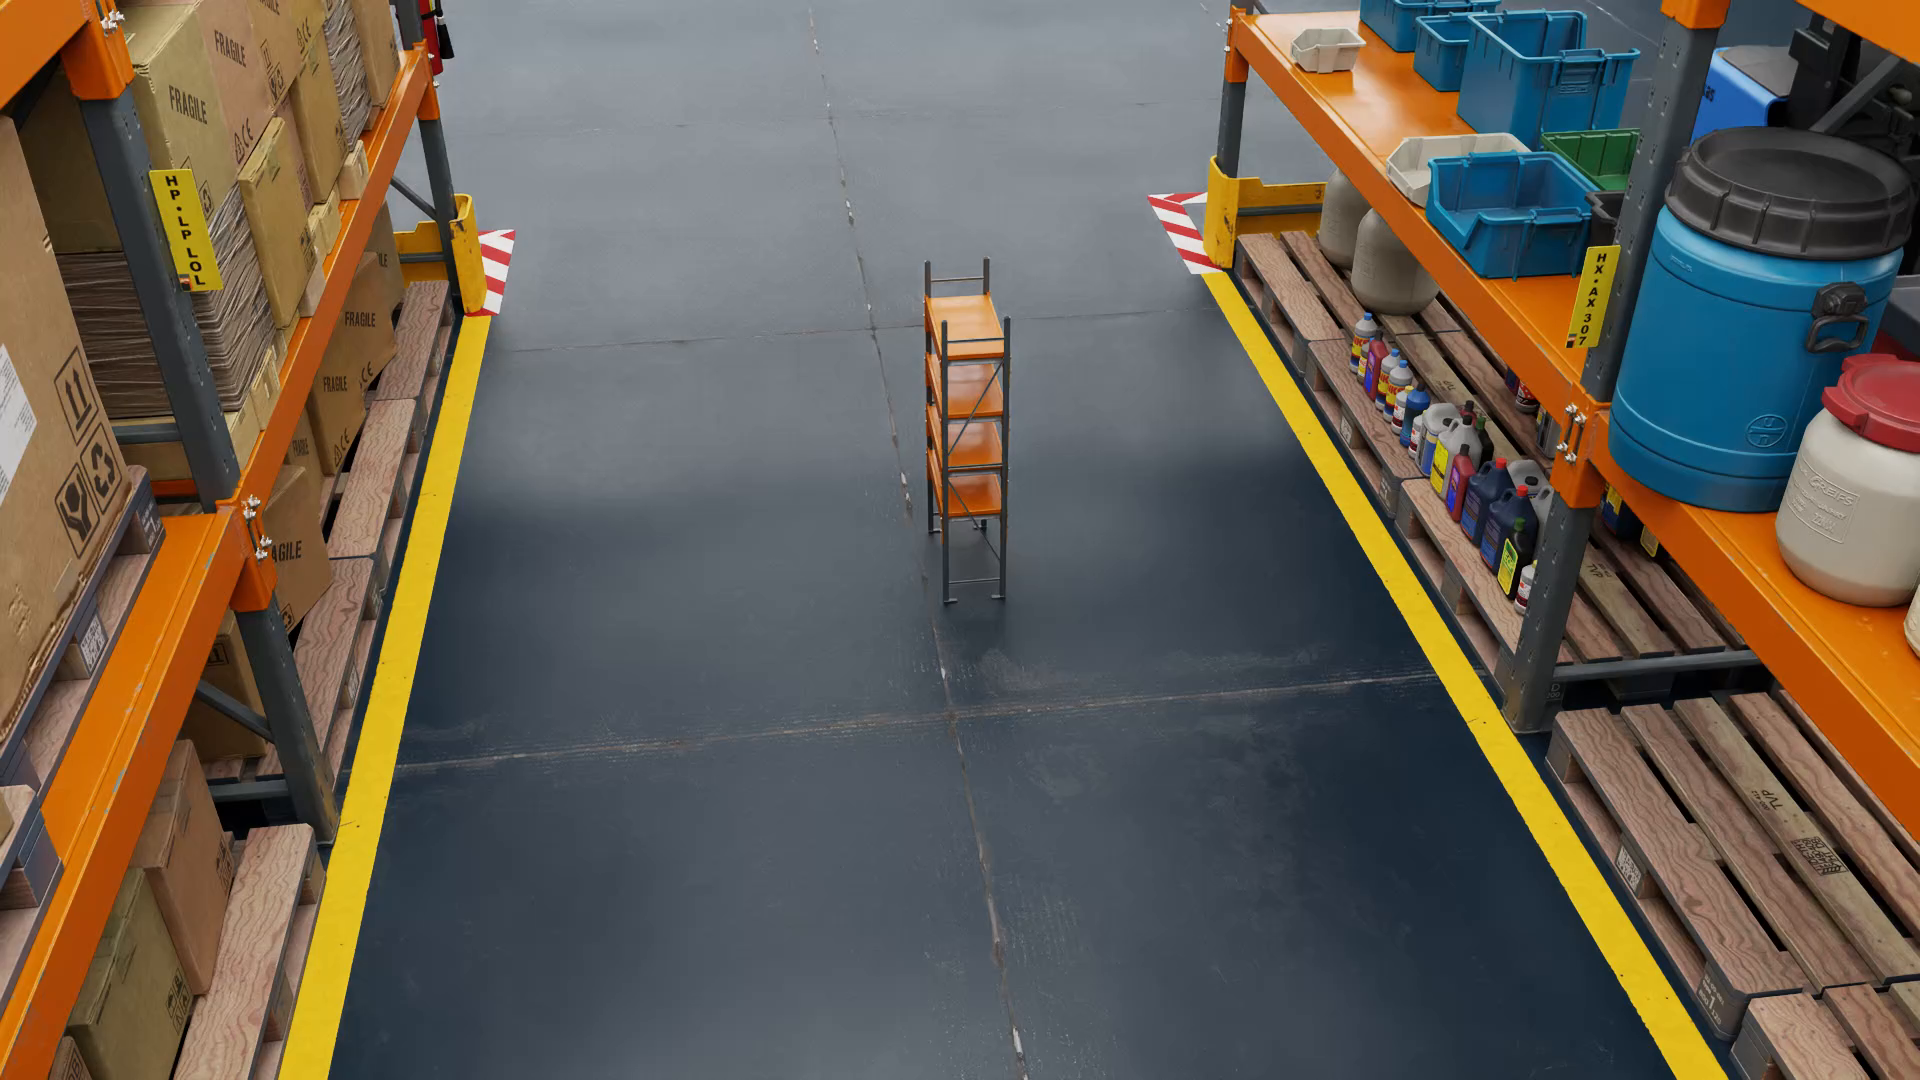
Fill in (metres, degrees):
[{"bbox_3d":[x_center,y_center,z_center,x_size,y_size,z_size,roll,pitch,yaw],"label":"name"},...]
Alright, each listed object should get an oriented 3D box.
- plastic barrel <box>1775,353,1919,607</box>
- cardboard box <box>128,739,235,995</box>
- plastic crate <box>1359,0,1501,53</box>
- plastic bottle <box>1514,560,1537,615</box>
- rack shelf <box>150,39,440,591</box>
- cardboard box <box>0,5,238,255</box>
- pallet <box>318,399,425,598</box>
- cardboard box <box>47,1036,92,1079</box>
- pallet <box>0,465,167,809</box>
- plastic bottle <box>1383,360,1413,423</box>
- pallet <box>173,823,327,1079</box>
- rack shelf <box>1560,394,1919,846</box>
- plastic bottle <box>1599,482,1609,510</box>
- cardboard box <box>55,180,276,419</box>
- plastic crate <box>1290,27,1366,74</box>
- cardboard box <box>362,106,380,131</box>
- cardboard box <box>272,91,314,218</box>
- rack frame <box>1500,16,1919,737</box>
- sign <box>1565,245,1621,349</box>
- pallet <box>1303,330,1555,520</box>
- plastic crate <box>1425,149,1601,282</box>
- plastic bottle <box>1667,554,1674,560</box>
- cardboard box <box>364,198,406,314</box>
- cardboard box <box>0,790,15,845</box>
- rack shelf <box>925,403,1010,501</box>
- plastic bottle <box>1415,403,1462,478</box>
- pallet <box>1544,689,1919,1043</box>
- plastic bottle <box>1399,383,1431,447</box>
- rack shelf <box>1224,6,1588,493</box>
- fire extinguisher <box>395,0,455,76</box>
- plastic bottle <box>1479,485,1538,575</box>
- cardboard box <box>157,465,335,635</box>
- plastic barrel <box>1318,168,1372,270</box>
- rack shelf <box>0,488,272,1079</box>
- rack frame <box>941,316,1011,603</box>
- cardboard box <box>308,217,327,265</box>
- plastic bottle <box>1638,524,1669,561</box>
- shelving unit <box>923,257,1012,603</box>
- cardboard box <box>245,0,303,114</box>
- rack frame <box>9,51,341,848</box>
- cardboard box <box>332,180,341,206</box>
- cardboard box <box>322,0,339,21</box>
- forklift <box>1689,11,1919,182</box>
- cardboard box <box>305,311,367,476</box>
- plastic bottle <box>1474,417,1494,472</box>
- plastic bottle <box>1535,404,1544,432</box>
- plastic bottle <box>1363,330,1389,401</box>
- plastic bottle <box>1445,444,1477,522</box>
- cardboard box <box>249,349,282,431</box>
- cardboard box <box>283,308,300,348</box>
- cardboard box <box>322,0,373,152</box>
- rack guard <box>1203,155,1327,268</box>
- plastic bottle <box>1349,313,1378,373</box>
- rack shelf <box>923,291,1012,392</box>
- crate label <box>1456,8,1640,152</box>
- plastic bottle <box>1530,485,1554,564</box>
[{"bbox_3d":[2.316,-0.138,4.168,0.433,0.535,0.433,0,34,0],"label":"plastic barrel"},{"bbox_3d":[-2.442,0.938,4.539,0.700,0.500,0.500,-7,35,-10],"label":"cardboard box"},{"bbox_3d":[2.231,-2.546,7.955,0.499,0.251,0.616,-4,35,-6],"label":"plastic crate"},{"bbox_3d":[2.047,0.164,5.941,0.097,0.201,0.097,0,34,0],"label":"plastic bottle"},{"bbox_3d":[-2.772,-1.076,6.304,1.077,0.370,4.000,-4,35,-6],"label":"rack shelf"},{"bbox_3d":[-2.312,-1.105,4.467,0.500,0.500,0.500,-4,35,-6],"label":"cardboard box"},{"bbox_3d":[-2.796,-0.159,6.796,1.003,0.211,1.213,-4,35,-6],"label":"pallet"},{"bbox_3d":[-2.321,1.518,3.688,0.700,0.500,0.500,-7,35,-10],"label":"cardboard box"},{"bbox_3d":[-2.545,0.260,3.876,1.003,0.211,1.213,-4,35,-6],"label":"pallet"},{"bbox_3d":[1.861,-0.636,7.052,0.097,0.271,0.097,0,34,0],"label":"plastic bottle"},{"bbox_3d":[-2.397,1.330,4.612,1.003,0.211,1.213,-4,35,-6],"label":"pallet"},{"bbox_3d":[2.674,0.781,3.579,1.077,0.370,4.000,-4,35,-6],"label":"rack shelf"},{"bbox_3d":[2.568,-0.240,6.471,0.097,0.271,0.097,0,34,0],"label":"plastic bottle"},{"bbox_3d":[-2.502,-0.677,4.727,0.875,0.500,0.500,-4,35,-6],"label":"cardboard box"},{"bbox_3d":[1.668,-2.232,7.595,0.298,0.136,0.250,-4,35,-6],"label":"plastic crate"},{"bbox_3d":[-2.662,-1.826,6.989,0.380,0.149,0.250,-4,35,-6],"label":"cardboard box"},{"bbox_3d":[-2.702,-1.230,5.539,0.875,0.500,0.500,-4,35,-6],"label":"cardboard box"},{"bbox_3d":[2.405,-0.632,5.014,1.000,3.000,0.127,-4,35,-6],"label":"rack frame"},{"bbox_3d":[1.858,-0.711,4.884,0.100,0.325,0.005,-4,35,-6],"label":"sign"},{"bbox_3d":[2.188,-0.540,7.355,1.003,0.211,1.213,-4,35,-6],"label":"pallet"},{"bbox_3d":[1.987,-1.168,5.932,0.499,0.251,0.616,-4,35,-6],"label":"plastic crate"},{"bbox_3d":[2.726,-0.078,6.229,0.152,0.276,0.135,-3,34,-5],"label":"plastic bottle"},{"bbox_3d":[-2.974,-1.280,7.812,0.500,0.500,0.500,2,34,2],"label":"cardboard box"},{"bbox_3d":[-2.179,0.487,2.907,0.797,0.503,0.637,-1,34,-1],"label":"cardboard box"},{"bbox_3d":[0.022,-0.348,6.314,0.258,0.148,0.480,-4,35,-6],"label":"rack shelf"},{"bbox_3d":[1.945,-0.404,6.708,0.152,0.276,0.135,-4,34,-6],"label":"plastic bottle"},{"bbox_3d":[2.549,0.955,5.161,1.003,0.211,1.213,-4,35,-6],"label":"pallet"},{"bbox_3d":[1.889,-0.523,6.886,0.097,0.271,0.097,0,34,0],"label":"plastic bottle"},{"bbox_3d":[2.136,-1.451,6.854,1.077,0.370,4.000,-4,35,-6],"label":"rack shelf"},{"bbox_3d":[-2.600,-2.556,7.906,0.296,0.674,0.183,-4,35,-6],"label":"fire extinguisher"},{"bbox_3d":[2.033,-0.057,6.131,0.144,0.351,0.185,-5,35,-8],"label":"plastic bottle"},{"bbox_3d":[-2.602,0.057,5.849,0.500,0.500,0.500,6,35,9],"label":"cardboard box"},{"bbox_3d":[2.031,-1.648,8.341,0.421,0.512,0.421,0,34,0],"label":"plastic barrel"},{"bbox_3d":[-2.234,1.156,3.029,1.077,0.370,4.000,-4,35,-6],"label":"rack shelf"},{"bbox_3d":[0.055,-0.267,6.077,0.240,1.200,0.015,-4,35,-6],"label":"rack frame"},{"bbox_3d":[-2.427,-0.992,5.765,0.380,0.149,0.250,-4,35,-6],"label":"cardboard box"},{"bbox_3d":[2.620,-0.072,6.214,0.061,0.283,0.133,-4,35,-6],"label":"plastic bottle"},{"bbox_3d":[0.022,-0.403,6.277,0.258,1.200,0.503,-4,35,-6],"label":"shelving unit"},{"bbox_3d":[-2.447,-1.663,5.286,0.500,0.500,0.500,-4,35,-6],"label":"cardboard box"},{"bbox_3d":[-2.503,-0.257,4.464,1.000,3.000,0.127,-4,35,-6],"label":"rack frame"},{"bbox_3d":[-2.528,-1.268,6.170,0.380,0.149,0.250,-4,35,-6],"label":"cardboard box"},{"bbox_3d":[-2.585,-2.221,6.104,0.500,0.500,0.500,-4,35,-6],"label":"cardboard box"},{"bbox_3d":[4.425,-2.056,7.165,1.130,2.935,3.031,-3,34,-4],"label":"forklift"},{"bbox_3d":[-2.794,-0.598,6.811,0.500,0.500,0.500,-1,34,-2],"label":"cardboard box"},{"bbox_3d":[2.061,-0.339,6.605,0.061,0.283,0.133,-4,35,-6],"label":"plastic bottle"},{"bbox_3d":[2.486,-0.552,6.991,0.097,0.201,0.097,0,34,0],"label":"plastic bottle"},{"bbox_3d":[1.814,-0.761,7.224,0.061,0.283,0.133,-4,34,-6],"label":"plastic bottle"},{"bbox_3d":[1.943,-0.224,6.436,0.061,0.283,0.133,-2,34,-3],"label":"plastic bottle"},{"bbox_3d":[-2.255,-0.437,4.950,0.380,0.149,0.250,-4,35,-6],"label":"cardboard box"},{"bbox_3d":[-2.359,-0.713,5.355,0.380,0.149,0.250,-4,35,-6],"label":"cardboard box"},{"bbox_3d":[-2.784,-1.792,6.363,0.875,0.500,0.500,-4,35,-6],"label":"cardboard box"},{"bbox_3d":[1.924,-1.793,8.936,1.175,0.500,0.348,-4,35,-6],"label":"rack guard"},{"bbox_3d":[1.802,-0.883,7.415,0.097,0.271,0.097,0,34,0],"label":"plastic bottle"},{"bbox_3d":[0.022,-0.728,6.055,0.258,0.148,0.480,-4,35,-6],"label":"rack shelf"},{"bbox_3d":[2.382,-1.872,6.802,0.502,0.435,0.616,-4,35,-6],"label":"crate label"},{"bbox_3d":[2.175,-0.068,6.148,0.144,0.351,0.185,-4,35,-6],"label":"plastic bottle"}]
